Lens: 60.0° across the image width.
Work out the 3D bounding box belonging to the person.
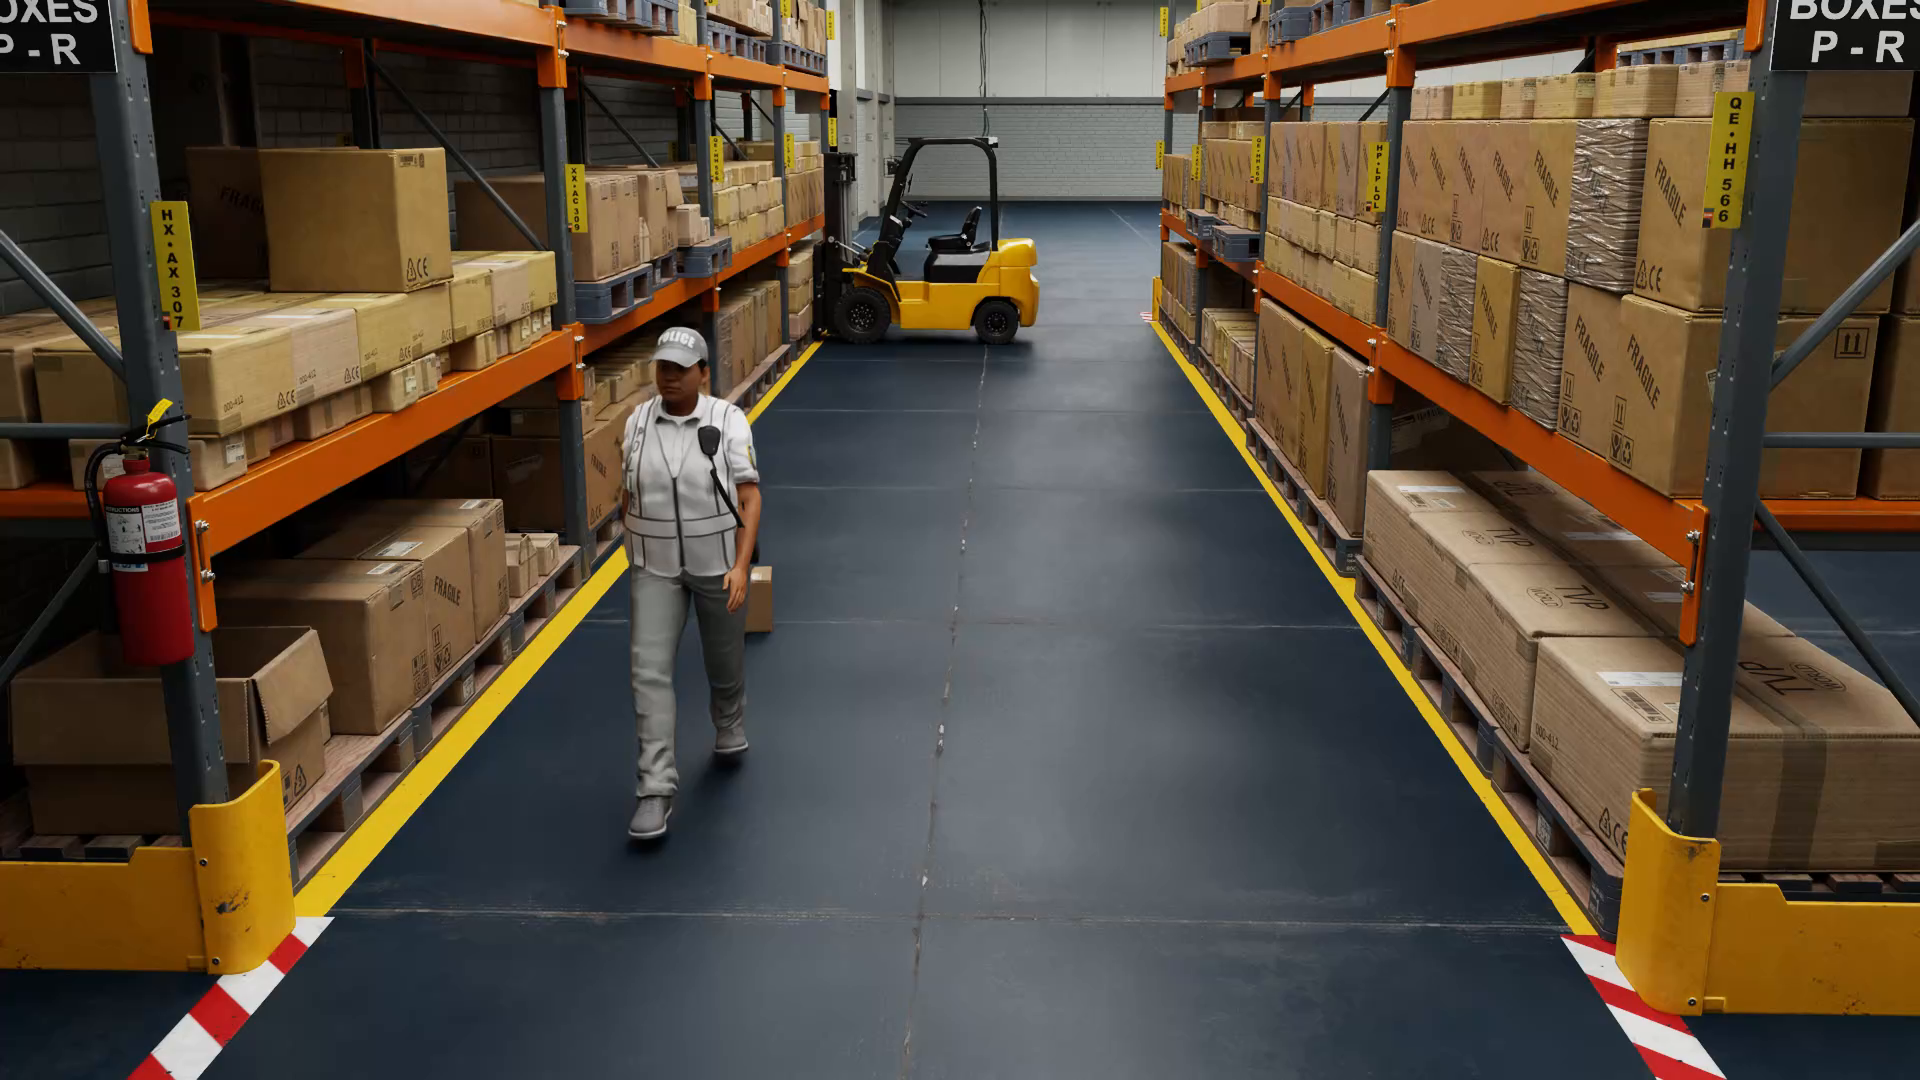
[{"bbox_3d":[-0.908,0.087,5.606,0.490,1.600,1.017,0,14,-2],"label":"person"}]
